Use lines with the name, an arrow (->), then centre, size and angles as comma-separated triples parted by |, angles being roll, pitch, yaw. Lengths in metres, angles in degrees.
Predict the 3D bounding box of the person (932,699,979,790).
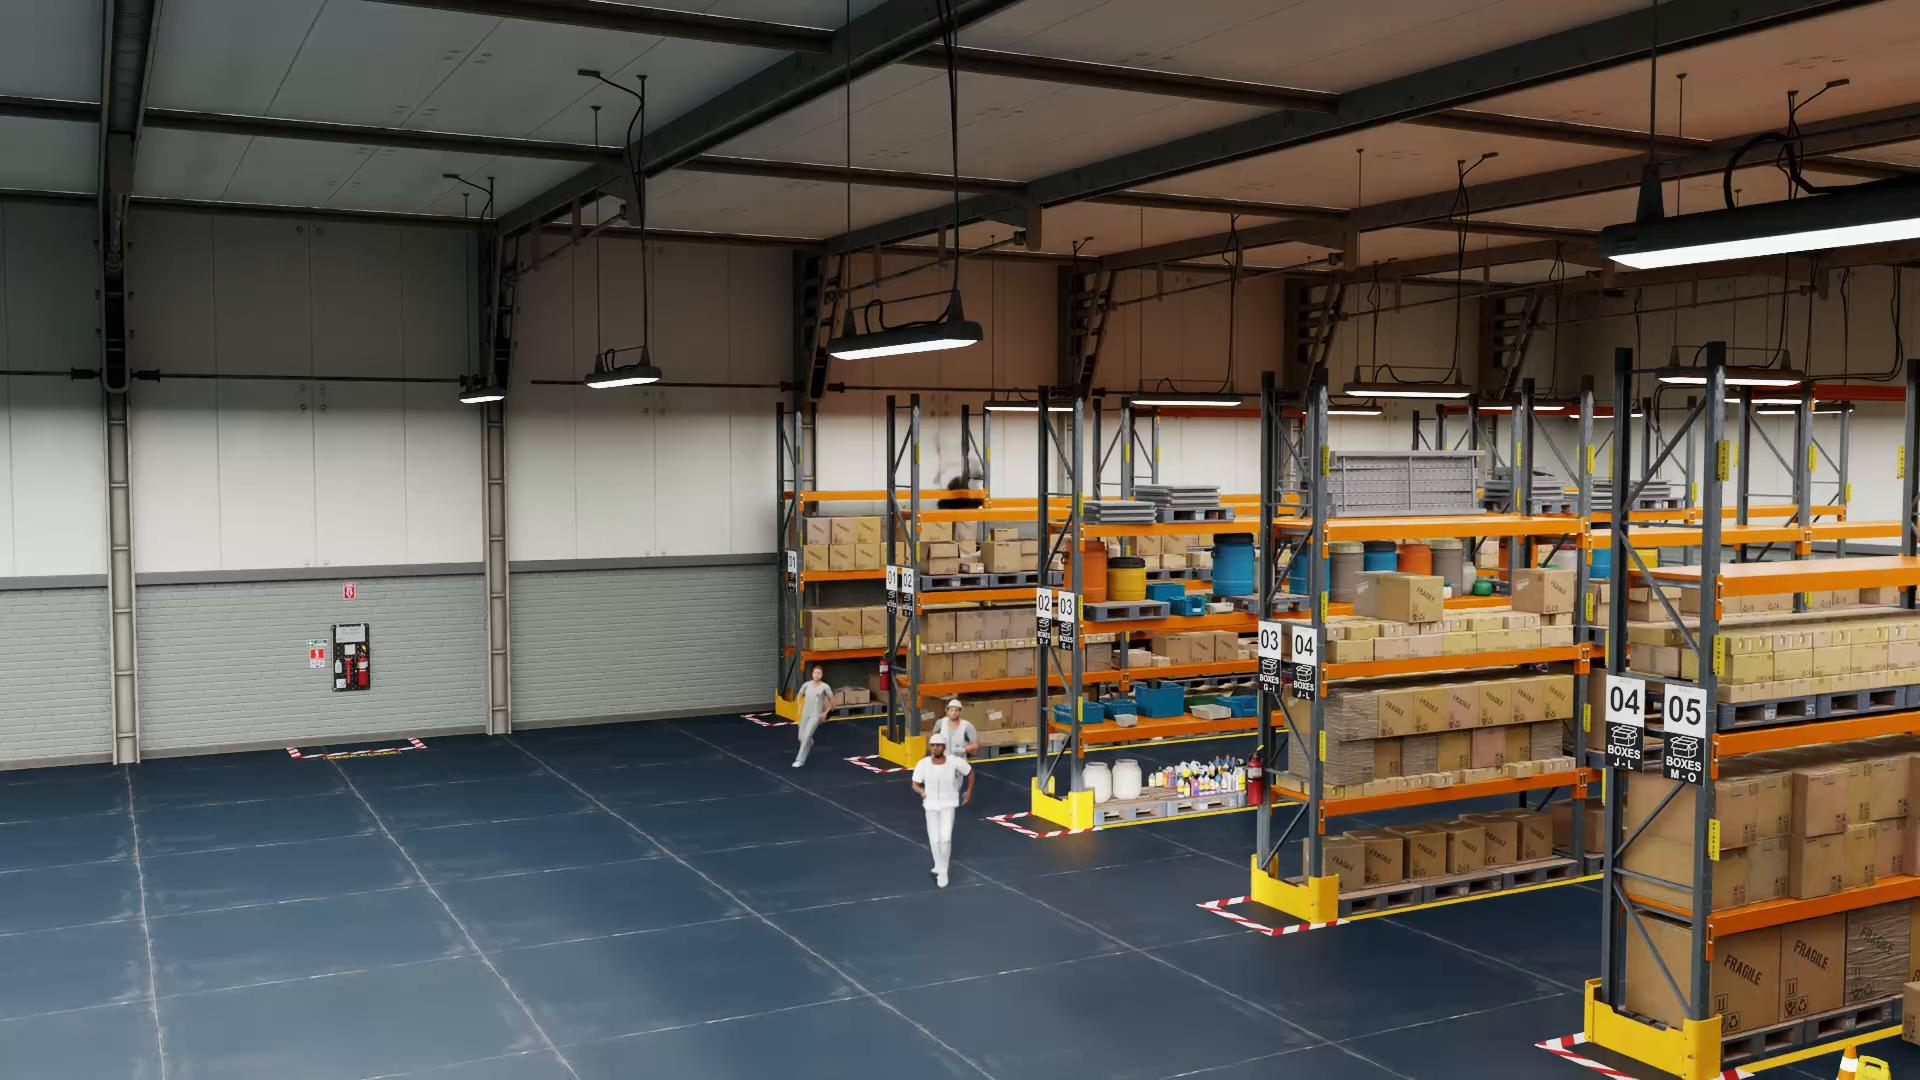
person -> -0.066, 3.020, 22.225 | 0.657, 1.827, 0.757 | 0, 3, 5

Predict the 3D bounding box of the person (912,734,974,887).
person -> -0.222, 3.190, 19.721 | 0.707, 1.790, 0.734 | 1, 3, 12

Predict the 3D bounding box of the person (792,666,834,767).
person -> -2.354, 2.835, 26.894 | 0.613, 1.605, 0.727 | 1, 3, 12
